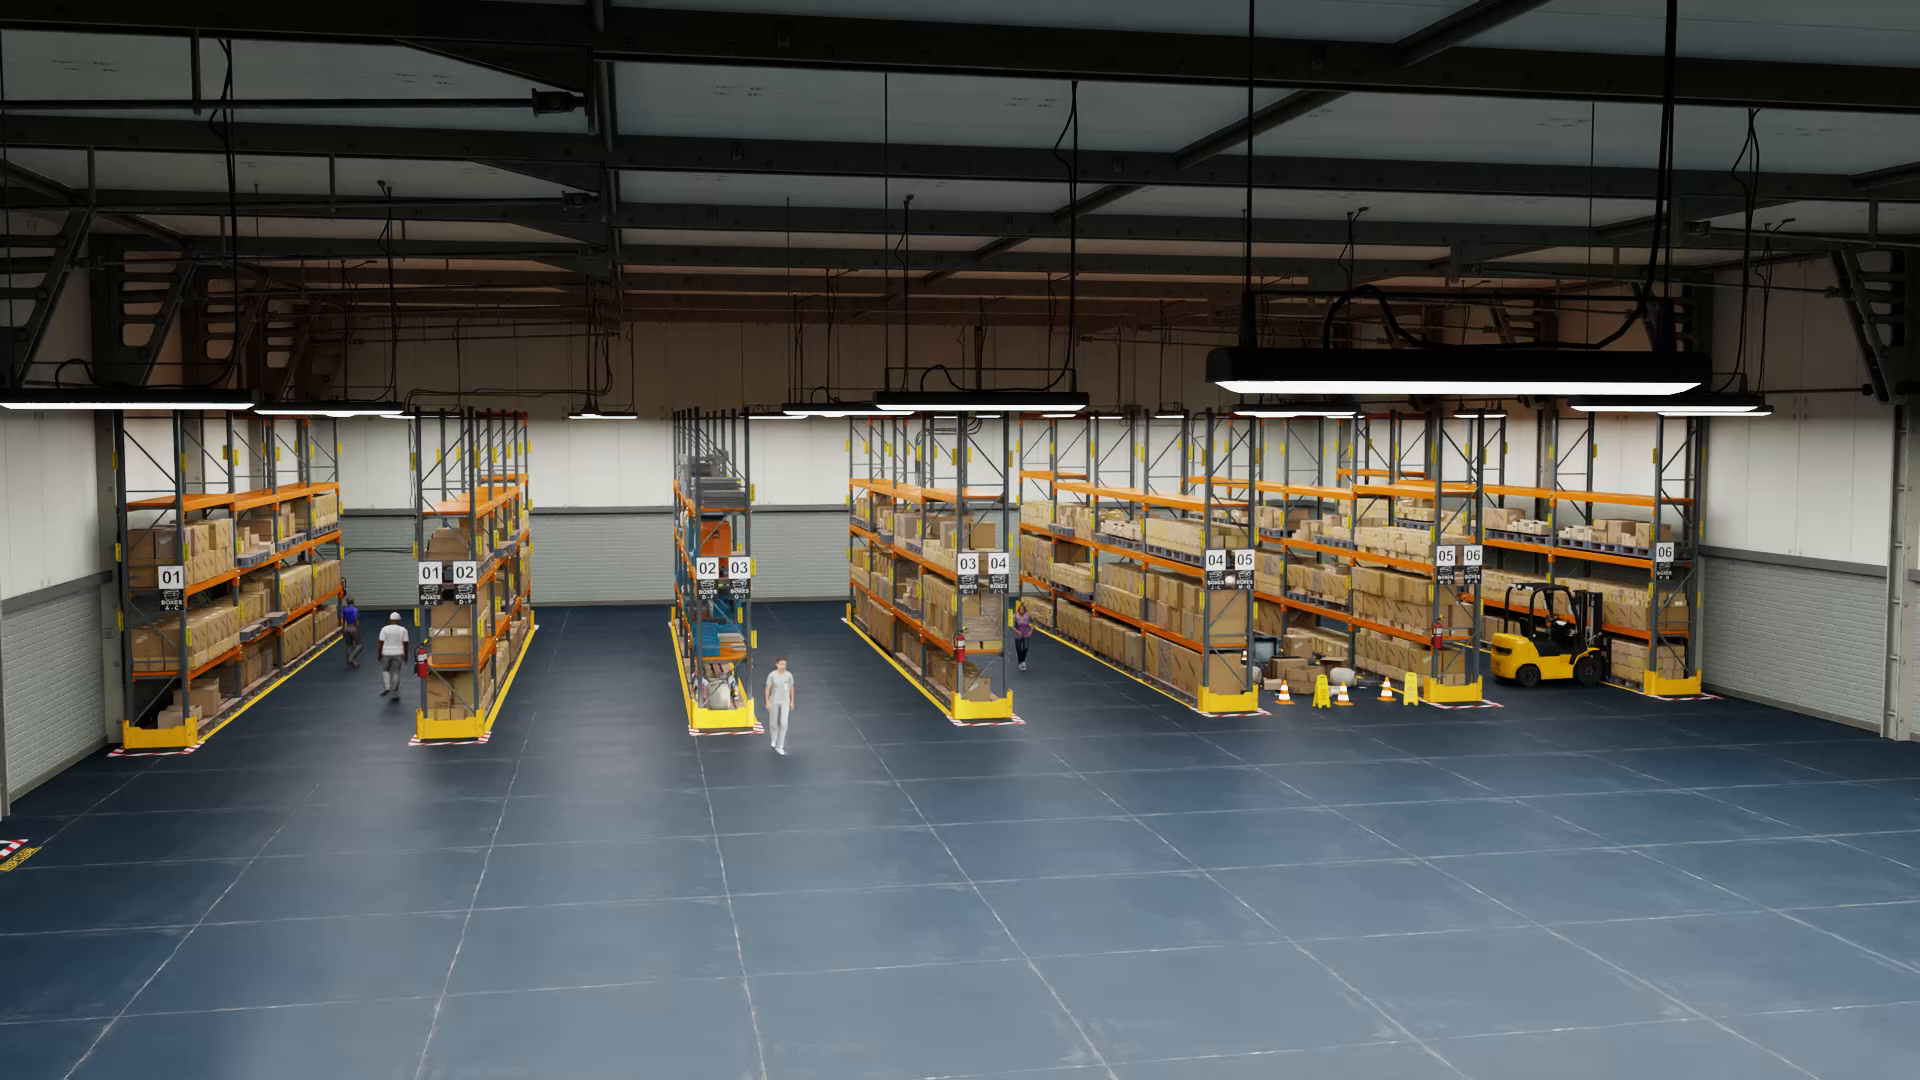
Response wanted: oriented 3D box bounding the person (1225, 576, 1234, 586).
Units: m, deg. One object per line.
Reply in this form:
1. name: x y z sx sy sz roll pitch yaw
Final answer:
1. person: 6.920 1.813 42.543 0.457 1.775 0.573 4 6 43

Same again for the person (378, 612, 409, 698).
1. person: -11.736 2.386 34.439 0.617 1.761 0.482 -1 4 -14

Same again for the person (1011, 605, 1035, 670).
1. person: 1.449 2.226 38.269 0.574 1.518 0.799 0 4 0

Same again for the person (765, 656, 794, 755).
1. person: -3.132 2.859 28.931 0.515 1.683 0.708 -1 4 -13

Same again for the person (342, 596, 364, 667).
1. person: -14.205 2.139 38.793 0.502 1.654 0.421 2 4 22
